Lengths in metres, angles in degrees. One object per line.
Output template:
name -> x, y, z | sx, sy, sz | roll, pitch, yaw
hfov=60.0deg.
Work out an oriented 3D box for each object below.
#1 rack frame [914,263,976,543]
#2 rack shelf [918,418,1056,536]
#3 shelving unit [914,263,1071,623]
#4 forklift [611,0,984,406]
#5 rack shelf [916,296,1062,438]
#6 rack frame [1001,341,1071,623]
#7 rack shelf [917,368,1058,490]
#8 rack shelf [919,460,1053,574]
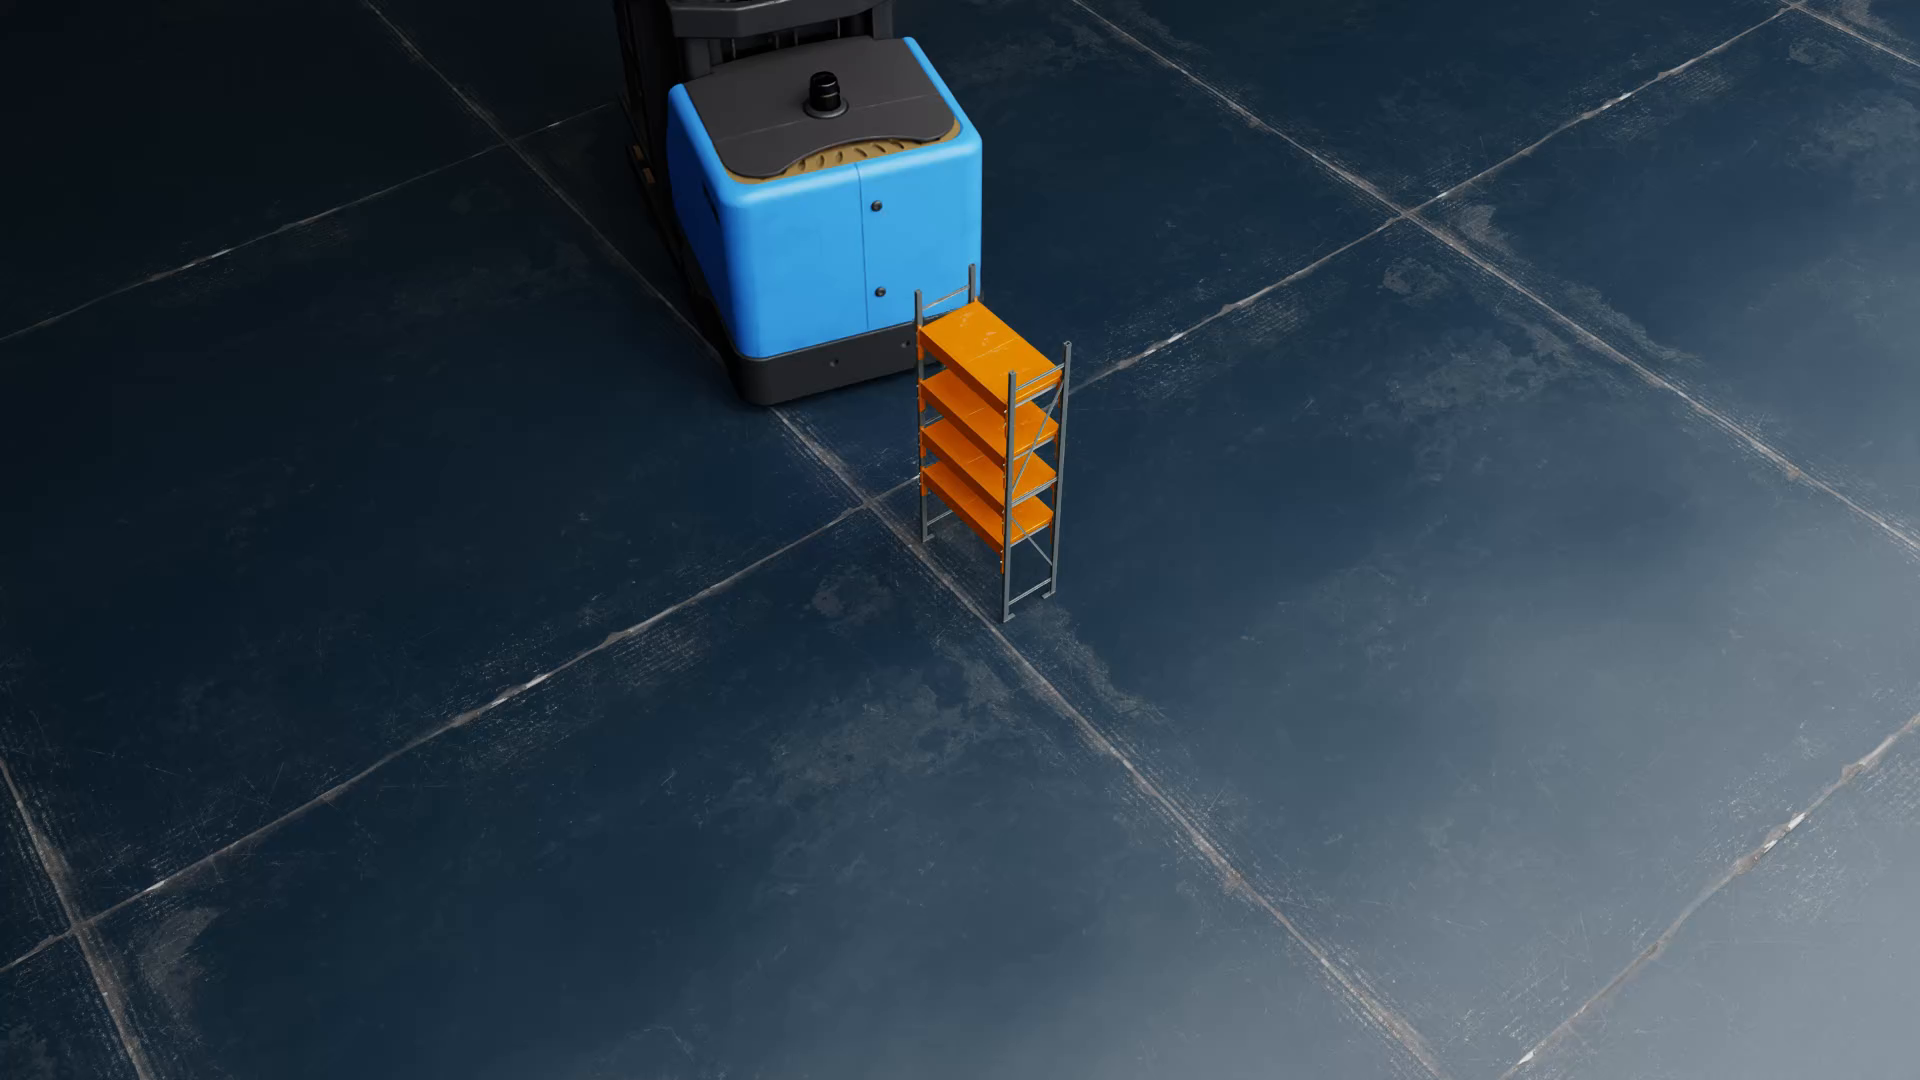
rack frame -> -0.048, -0.449, 5.847 | 0.240, 1.200, 0.015 | -29, 54, -24
rack shelf -> 0.100, -0.260, 5.767 | 0.258, 0.148, 0.480 | -29, 54, -24
shelving unit -> 0.100, -0.305, 5.717 | 0.258, 1.200, 0.503 | -29, 54, -24
forklift -> -0.907, -2.635, 6.661 | 1.130, 2.935, 3.031 | -16, 50, -14
rack shelf -> 0.100, -0.569, 5.426 | 0.258, 0.148, 0.480 | -29, 54, -24
rack frame -> 0.248, -0.162, 5.587 | 0.240, 1.200, 0.015 | -29, 54, -24
rack shelf -> 0.100, -0.410, 5.601 | 0.258, 0.148, 0.480 | -29, 54, -24
rack shelf -> 0.100, -0.127, 5.914 | 0.258, 0.148, 0.480 | -29, 54, -24
